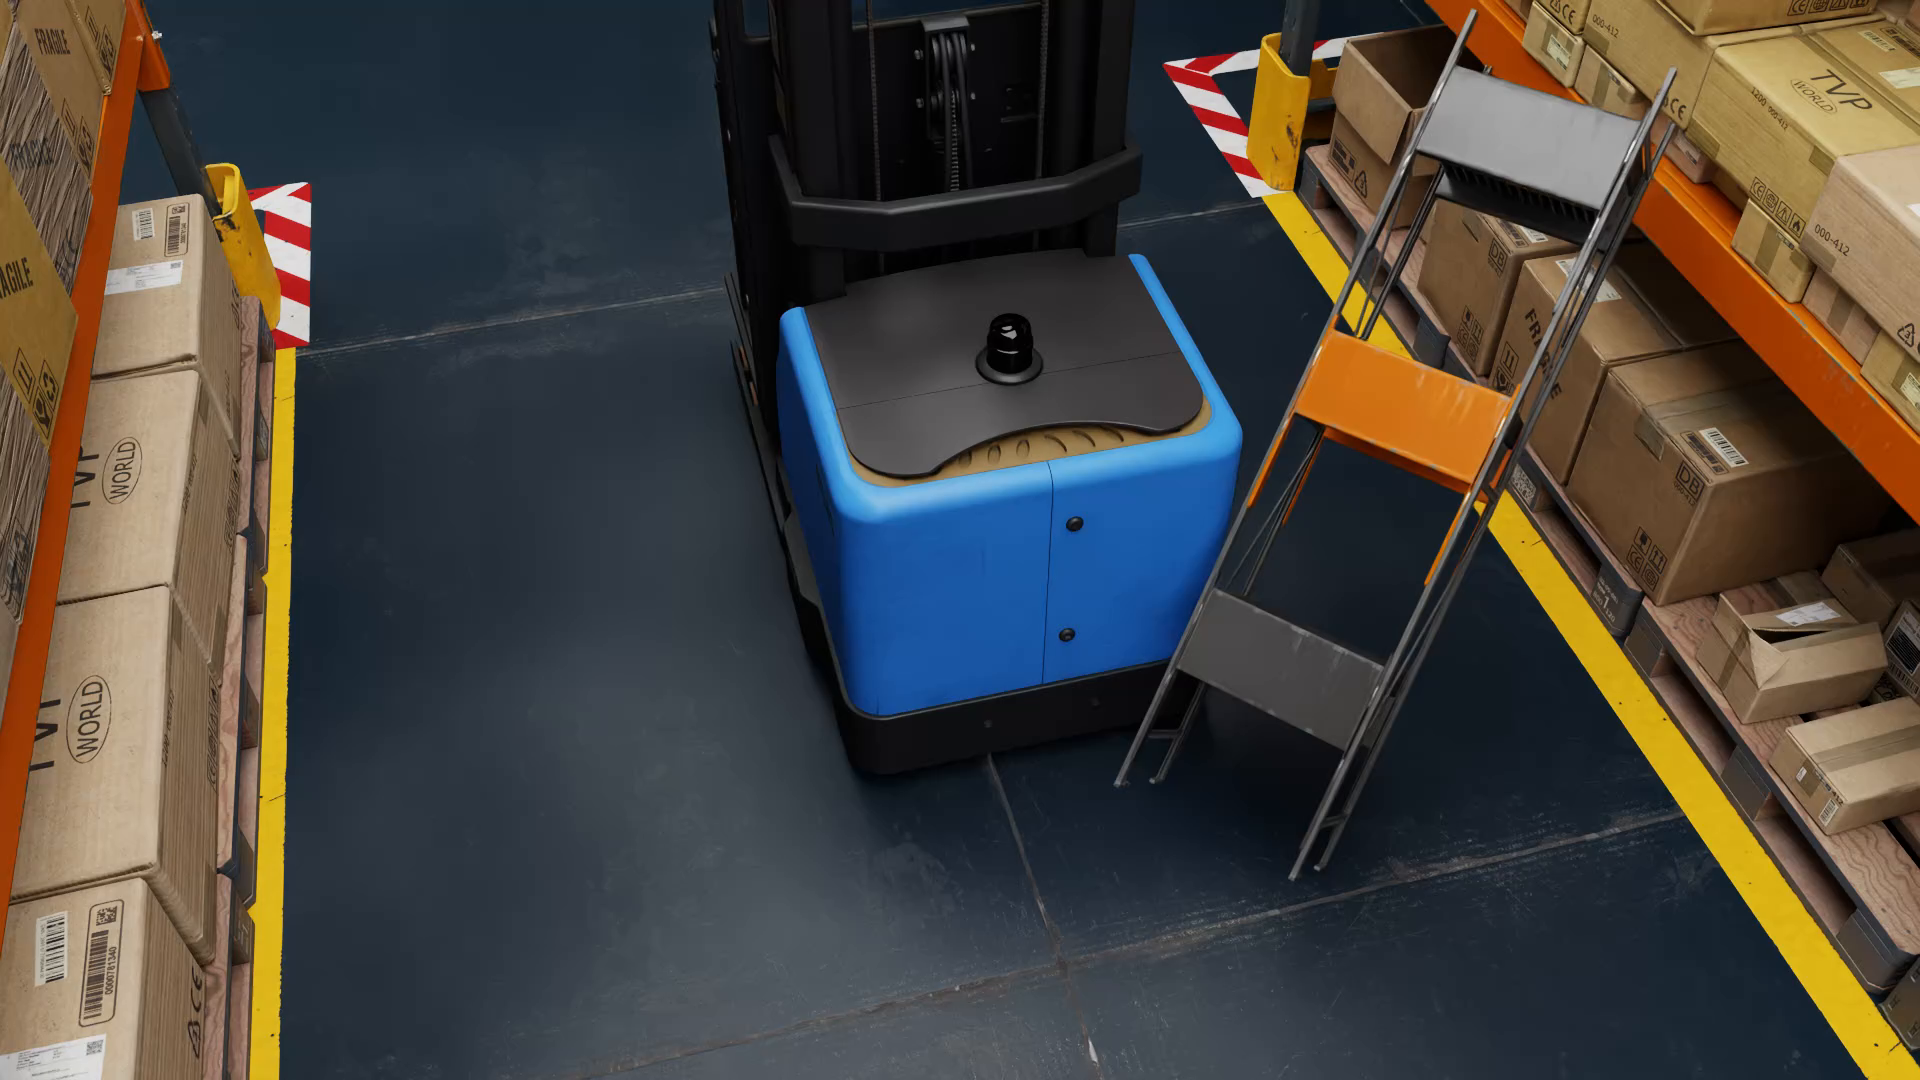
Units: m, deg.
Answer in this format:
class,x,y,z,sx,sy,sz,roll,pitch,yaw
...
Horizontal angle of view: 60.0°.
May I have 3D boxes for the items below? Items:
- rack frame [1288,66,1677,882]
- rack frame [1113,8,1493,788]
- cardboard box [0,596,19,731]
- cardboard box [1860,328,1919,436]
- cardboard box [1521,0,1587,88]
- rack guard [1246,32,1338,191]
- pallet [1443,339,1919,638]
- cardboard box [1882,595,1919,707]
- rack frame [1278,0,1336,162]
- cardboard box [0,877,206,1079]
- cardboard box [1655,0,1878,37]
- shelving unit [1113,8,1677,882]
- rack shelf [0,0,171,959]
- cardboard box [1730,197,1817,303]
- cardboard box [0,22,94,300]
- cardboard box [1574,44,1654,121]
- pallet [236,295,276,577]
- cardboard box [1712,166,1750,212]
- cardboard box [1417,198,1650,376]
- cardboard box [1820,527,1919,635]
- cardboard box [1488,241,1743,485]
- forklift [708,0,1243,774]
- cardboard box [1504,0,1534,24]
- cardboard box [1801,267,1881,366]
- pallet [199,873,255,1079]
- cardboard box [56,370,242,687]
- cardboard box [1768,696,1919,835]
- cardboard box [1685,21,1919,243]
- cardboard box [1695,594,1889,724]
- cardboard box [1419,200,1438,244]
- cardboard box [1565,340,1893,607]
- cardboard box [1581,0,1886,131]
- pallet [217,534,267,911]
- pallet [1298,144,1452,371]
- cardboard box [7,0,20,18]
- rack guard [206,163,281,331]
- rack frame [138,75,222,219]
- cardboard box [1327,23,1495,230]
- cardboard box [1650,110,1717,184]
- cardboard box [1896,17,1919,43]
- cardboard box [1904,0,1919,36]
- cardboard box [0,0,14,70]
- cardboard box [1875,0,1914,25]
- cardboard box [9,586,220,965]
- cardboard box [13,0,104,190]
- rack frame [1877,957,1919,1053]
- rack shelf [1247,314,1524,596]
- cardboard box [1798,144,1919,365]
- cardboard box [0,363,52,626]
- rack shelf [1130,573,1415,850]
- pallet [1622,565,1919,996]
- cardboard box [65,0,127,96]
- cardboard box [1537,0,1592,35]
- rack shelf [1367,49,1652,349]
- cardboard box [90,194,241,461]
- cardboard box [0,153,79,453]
class,x,y,z,sx,sy,sz,roll,pitch,yaw
rack frame,1.302,-0.117,4.104,0.015,0.400,2.100,26,95,24
rack frame,0.899,-0.313,4.298,0.015,0.400,2.100,26,95,24
cardboard box,-2.021,0.214,2.870,0.500,0.500,0.500,-10,47,-10
cardboard box,2.265,-0.378,3.696,0.380,0.149,0.250,-10,46,-9
cardboard box,1.845,-1.440,4.736,0.380,0.149,0.250,-12,47,-11
rack guard,1.764,-1.776,6.640,1.175,0.500,0.348,-11,47,-10
pallet,2.277,-0.284,5.380,1.003,0.211,1.213,-11,47,-10
cardboard box,2.828,0.353,4.392,0.500,0.311,0.500,-9,46,-9
rack frame,1.744,-2.703,5.799,1.000,3.000,0.127,-11,47,-10
cardboard box,-2.086,1.265,3.410,0.875,0.438,0.875,-11,47,-11
cardboard box,1.984,-1.619,4.108,0.500,0.500,0.500,-10,46,-9
shelving unit,1.100,-0.215,4.201,0.503,0.431,2.100,26,95,24
rack shelf,-2.541,-0.160,3.811,1.077,0.370,4.000,-11,47,-10
cardboard box,2.131,-0.736,4.047,0.380,0.149,0.250,-11,47,-11
cardboard box,-2.419,-0.841,3.904,0.500,0.500,0.500,-9,46,-9
cardboard box,1.932,-1.261,4.562,0.380,0.149,0.250,-10,46,-9
pallet,-2.773,-0.279,5.376,1.003,0.211,1.213,-11,47,-10
cardboard box,2.173,-0.934,4.241,0.380,0.149,0.250,-10,46,-10
cardboard box,1.990,-0.938,5.525,0.700,0.500,0.500,-9,46,-9
cardboard box,2.716,0.111,4.743,0.380,0.149,0.250,-11,47,-11
cardboard box,2.029,-0.555,5.150,0.500,0.500,0.500,-10,46,-10
forklift,-0.159,-1.461,4.630,1.130,2.935,3.031,-11,47,-10
cardboard box,1.853,-1.628,4.921,0.380,0.149,0.250,-10,46,-10
cardboard box,2.224,-0.564,3.879,0.380,0.149,0.250,-10,46,-9
pallet,-2.148,1.405,3.725,1.003,0.211,1.213,-11,47,-10
cardboard box,-2.545,0.025,4.626,0.875,0.438,0.875,-10,46,-9
cardboard box,2.342,0.578,4.285,0.380,0.149,0.250,-12,47,-12
cardboard box,2.145,-0.990,4.017,0.500,0.250,0.500,-11,47,-11
cardboard box,2.250,0.291,4.485,0.396,0.266,0.258,-9,46,-9
cardboard box,1.880,-1.112,5.942,0.380,0.149,0.250,-12,47,-12
cardboard box,2.256,-0.222,4.823,0.700,0.500,0.500,-12,47,-12
cardboard box,2.014,-1.346,4.365,0.500,0.250,0.500,-12,47,-11
pallet,-2.464,0.562,4.552,1.003,0.211,1.213,-11,47,-10
pallet,1.969,-1.124,6.204,1.003,0.211,1.213,-11,47,-10
cardboard box,-2.537,-1.533,3.882,0.500,0.500,0.500,-11,47,-10
rack guard,-3.059,-0.935,5.816,1.175,0.500,0.348,-11,47,-10
rack frame,-3.053,-1.793,4.907,1.000,3.000,0.127,-11,47,-10
cardboard box,1.809,-1.537,6.110,0.797,0.503,0.637,-12,47,-12
cardboard box,2.065,-1.096,4.400,0.380,0.149,0.250,-11,47,-10
cardboard box,2.637,-1.086,4.111,0.500,0.250,0.500,-10,46,-9
cardboard box,2.644,-1.332,3.827,0.500,0.500,0.500,-12,47,-11
cardboard box,-2.414,-1.191,3.547,0.500,0.500,0.500,-11,47,-11
cardboard box,2.505,-1.426,4.444,0.500,0.250,0.500,-11,47,-10
cardboard box,-2.316,0.647,4.015,0.875,0.438,0.875,-12,47,-11
cardboard box,-2.560,-1.194,4.250,0.500,0.500,0.500,-12,47,-11
rack frame,2.768,0.059,3.092,1.000,3.000,0.127,-11,47,-10
rack shelf,1.095,-0.203,4.202,0.480,0.431,0.518,26,95,24
cardboard box,2.259,-0.643,3.677,0.500,0.250,0.500,-11,47,-10
cardboard box,-2.142,-0.131,3.208,0.500,0.500,0.500,-10,47,-10
rack shelf,0.809,0.434,4.253,0.480,0.431,0.518,26,95,24
pallet,2.593,0.560,4.553,1.003,0.211,1.213,-11,47,-10
cardboard box,-2.674,-1.543,4.592,0.500,0.500,0.500,-10,47,-10
cardboard box,1.862,-1.695,4.707,0.500,0.250,0.500,-12,47,-11
rack shelf,1.380,-0.840,4.151,0.480,0.431,0.518,26,95,24
cardboard box,-2.788,-0.606,5.243,0.875,0.438,0.875,-12,47,-12
cardboard box,-2.274,-0.487,3.557,0.500,0.500,0.500,-9,46,-9
